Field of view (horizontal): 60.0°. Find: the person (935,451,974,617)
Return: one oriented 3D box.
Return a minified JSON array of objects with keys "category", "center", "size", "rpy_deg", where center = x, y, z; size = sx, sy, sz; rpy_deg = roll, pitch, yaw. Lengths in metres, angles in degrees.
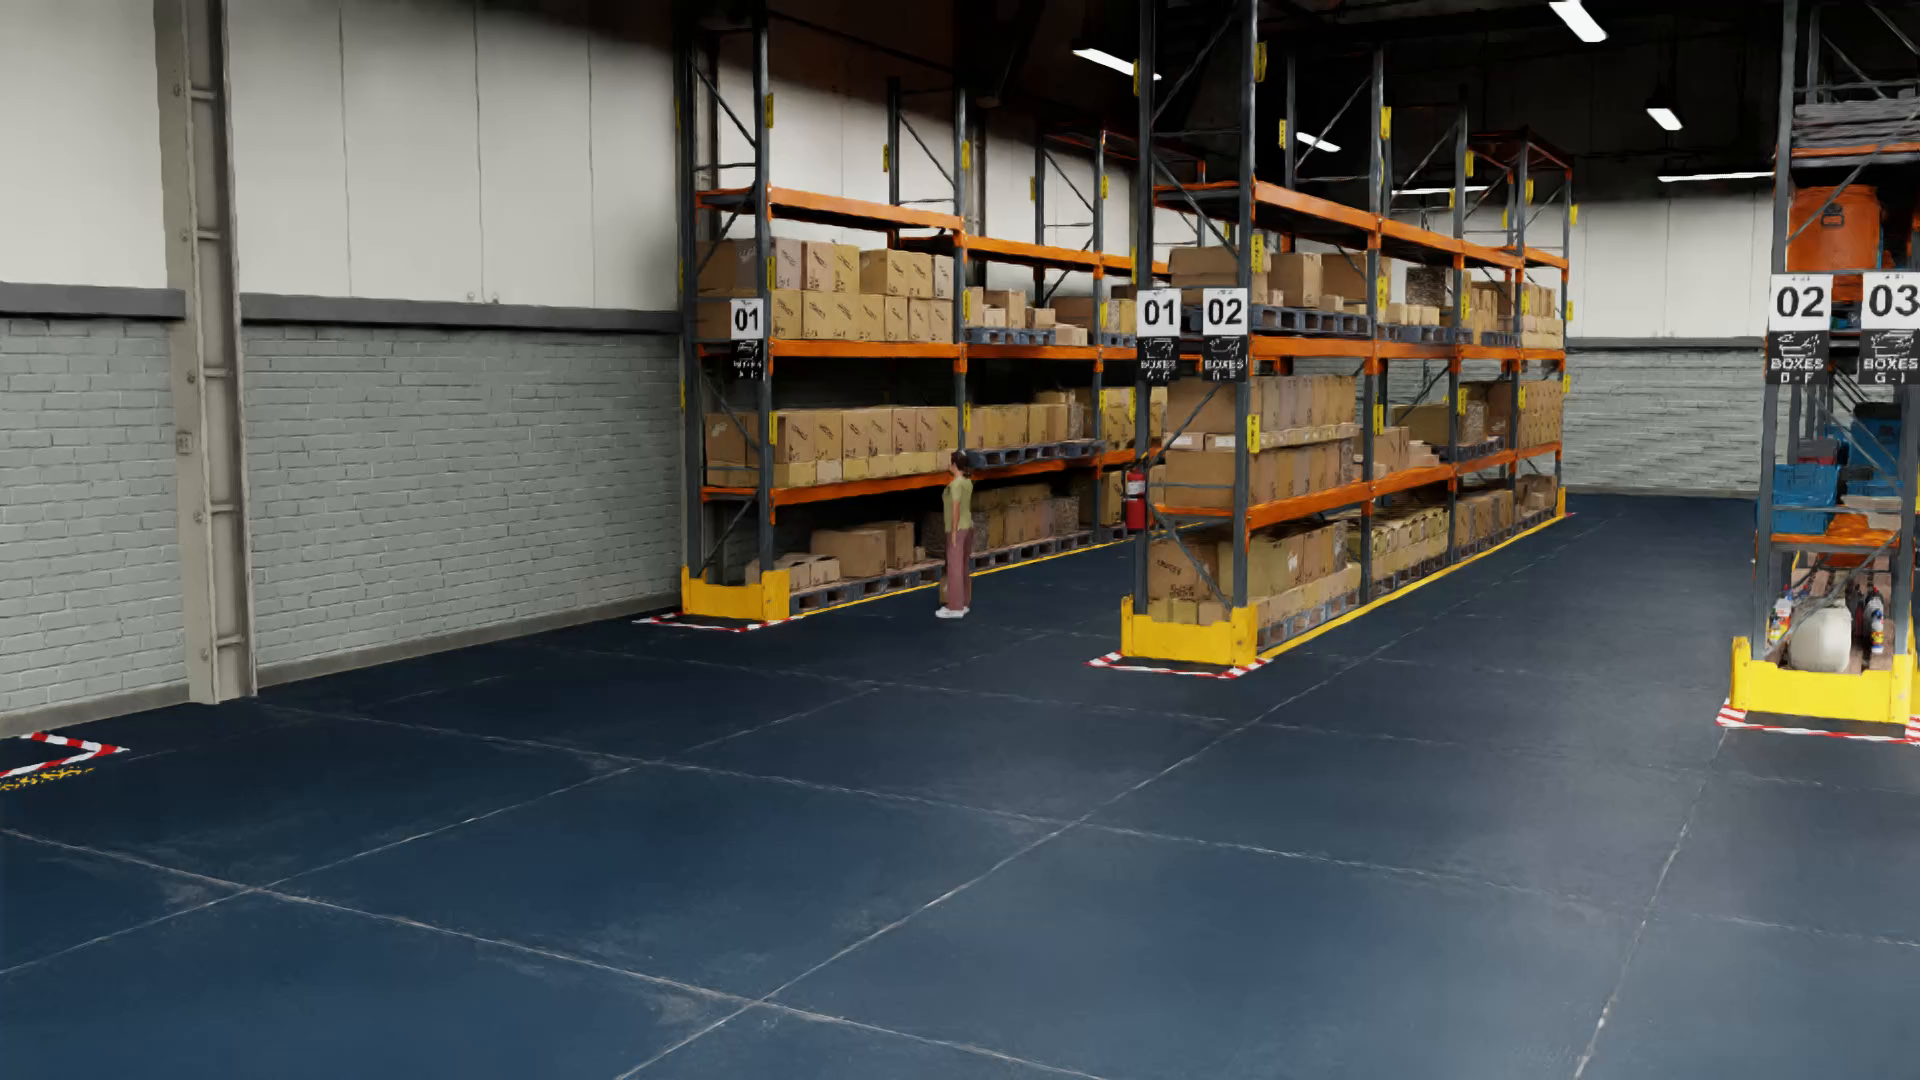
[{"category":"person","center":[-0.050,-0.072,16.918],"size":[0.349,1.667,0.477],"rpy_deg":[2,6,21]}]
